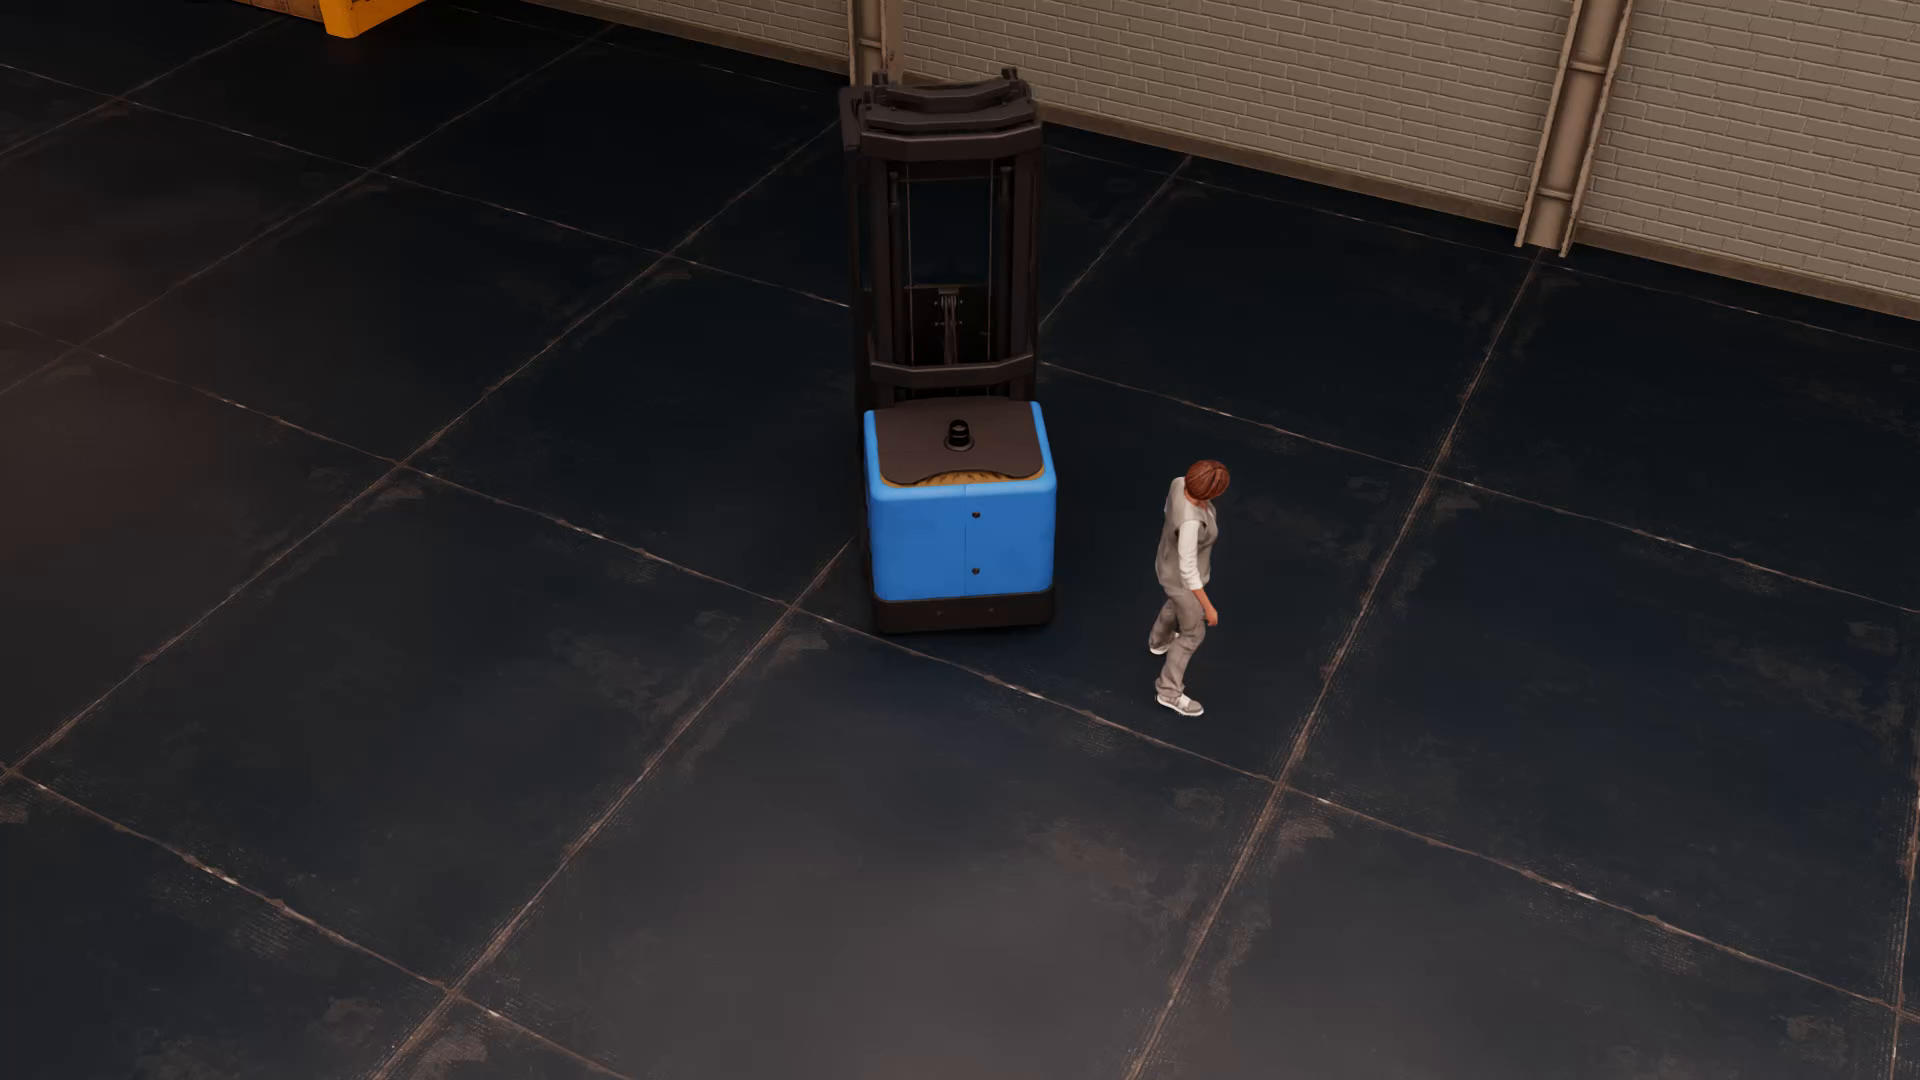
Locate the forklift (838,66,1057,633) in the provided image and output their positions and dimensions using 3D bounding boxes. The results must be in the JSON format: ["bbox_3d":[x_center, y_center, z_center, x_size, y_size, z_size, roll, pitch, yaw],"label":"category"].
[{"bbox_3d":[-0.112,-1.529,9.801,1.130,2.935,3.031,-3,40,-4],"label":"forklift"}]

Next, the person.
[{"bbox_3d":[1.196,0.183,8.832,0.314,1.571,0.696,0,40,0],"label":"person"}]
